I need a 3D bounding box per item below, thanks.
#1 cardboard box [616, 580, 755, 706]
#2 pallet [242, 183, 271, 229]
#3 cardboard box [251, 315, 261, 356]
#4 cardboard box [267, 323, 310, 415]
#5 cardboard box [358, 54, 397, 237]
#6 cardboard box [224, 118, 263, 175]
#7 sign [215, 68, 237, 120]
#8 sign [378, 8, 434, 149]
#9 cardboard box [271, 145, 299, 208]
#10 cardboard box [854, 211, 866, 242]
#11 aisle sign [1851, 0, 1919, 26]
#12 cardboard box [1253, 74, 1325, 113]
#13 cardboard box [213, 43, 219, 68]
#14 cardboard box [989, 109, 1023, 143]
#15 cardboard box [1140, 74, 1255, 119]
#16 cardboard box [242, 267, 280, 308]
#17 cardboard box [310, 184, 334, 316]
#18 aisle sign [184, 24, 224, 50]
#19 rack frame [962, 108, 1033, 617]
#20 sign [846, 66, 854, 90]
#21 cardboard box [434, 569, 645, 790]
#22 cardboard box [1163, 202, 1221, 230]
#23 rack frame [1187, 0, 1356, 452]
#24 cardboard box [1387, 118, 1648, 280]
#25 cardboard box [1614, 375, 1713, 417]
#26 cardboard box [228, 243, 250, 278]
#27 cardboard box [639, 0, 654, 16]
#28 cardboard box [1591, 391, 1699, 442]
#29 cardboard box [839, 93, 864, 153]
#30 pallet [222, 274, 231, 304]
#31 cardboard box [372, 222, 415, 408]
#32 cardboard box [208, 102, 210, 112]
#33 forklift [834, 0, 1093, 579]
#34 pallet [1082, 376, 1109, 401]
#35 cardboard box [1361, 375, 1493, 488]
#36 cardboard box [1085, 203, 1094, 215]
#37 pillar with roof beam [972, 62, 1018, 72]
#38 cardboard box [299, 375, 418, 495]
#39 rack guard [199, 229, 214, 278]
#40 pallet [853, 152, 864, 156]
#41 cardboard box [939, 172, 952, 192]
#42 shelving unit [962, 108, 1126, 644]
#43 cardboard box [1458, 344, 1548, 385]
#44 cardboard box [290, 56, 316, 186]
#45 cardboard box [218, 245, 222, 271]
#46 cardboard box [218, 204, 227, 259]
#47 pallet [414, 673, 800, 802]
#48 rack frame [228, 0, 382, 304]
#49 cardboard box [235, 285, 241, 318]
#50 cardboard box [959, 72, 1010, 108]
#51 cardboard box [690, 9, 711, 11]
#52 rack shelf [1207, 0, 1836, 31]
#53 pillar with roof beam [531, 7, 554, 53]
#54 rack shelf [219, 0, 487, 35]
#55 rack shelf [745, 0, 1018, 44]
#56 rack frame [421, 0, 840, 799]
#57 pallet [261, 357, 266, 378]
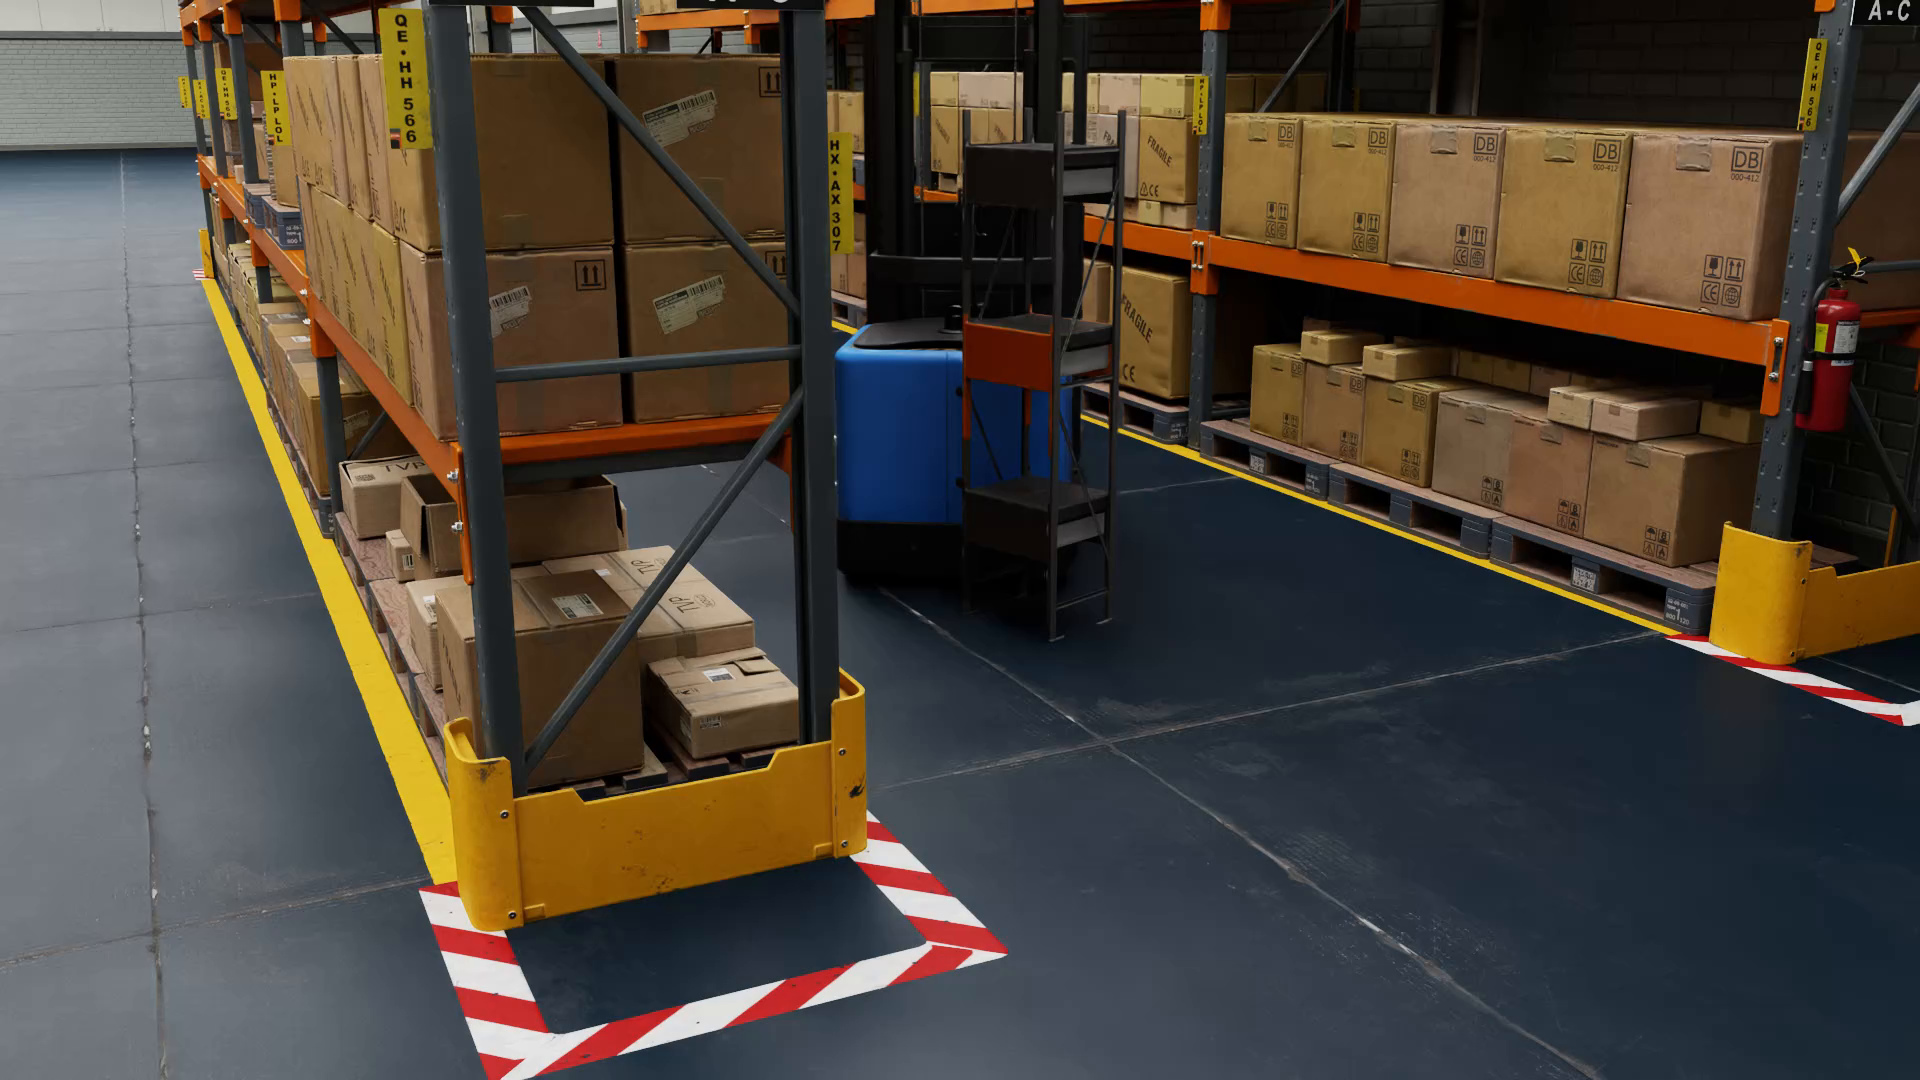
[{"bbox_3d":[-1.028,0.355,5.764,0.500,0.250,0.500,-8,18,-25],"label":"cardboard box"},{"bbox_3d":[-3.970,-2.194,10.807,1.213,0.211,1.003,-8,18,-25],"label":"pallet"},{"bbox_3d":[-5.009,-1.555,12.453,0.500,0.250,0.500,-8,18,-26],"label":"cardboard box"},{"bbox_3d":[-3.938,-1.054,10.221,0.500,0.500,0.500,-8,18,-26],"label":"cardboard box"},{"bbox_3d":[-1.490,-1.193,4.977,0.500,0.500,0.500,-7,17,-23],"label":"cardboard box"},{"bbox_3d":[-6.283,-3.595,15.159,0.700,0.500,0.500,-8,18,-26],"label":"cardboard box"},{"bbox_3d":[-4.828,-2.935,10.940,0.100,0.325,0.005,-8,18,-25],"label":"sign"},{"bbox_3d":[-1.333,-1.109,4.004,0.100,0.325,0.005,-8,18,-25],"label":"sign"},{"bbox_3d":[-3.408,-2.135,9.309,0.700,0.500,0.500,-13,21,-39],"label":"cardboard box"},{"bbox_3d":[-0.665,-2.864,15.167,0.500,0.250,0.500,-8,18,-25],"label":"cardboard box"},{"bbox_3d":[3.387,-2.257,5.966,0.394,0.787,0.004,-8,18,-25],"label":"aisle sign"},{"bbox_3d":[1.906,-2.760,10.315,0.500,0.250,0.500,-7,17,-23],"label":"cardboard box"},{"bbox_3d":[-6.505,-4.344,15.417,0.700,0.500,0.500,-8,18,-25],"label":"cardboard box"},{"bbox_3d":[0.541,-2.841,11.955,0.500,0.500,0.500,-8,18,-25],"label":"cardboard box"},{"bbox_3d":[1.439,-2.700,10.104,0.500,0.250,0.500,-7,18,-24],"label":"cardboard box"},{"bbox_3d":[-5.233,-1.949,12.813,0.500,0.311,0.500,-8,18,-25],"label":"cardboard box"},{"bbox_3d":[-2.373,-1.216,6.870,0.500,0.500,0.500,-7,18,-24],"label":"cardboard box"},{"bbox_3d":[-8.139,-5.658,17.818,0.394,0.787,0.004,-8,18,-25],"label":"aisle sign"},{"bbox_3d":[0.153,-0.720,6.953,0.015,2.100,0.400,15,22,42],"label":"rack frame"},{"bbox_3d":[-1.134,-4.662,16.959,0.100,0.325,0.005,-8,18,-25],"label":"sign"},{"bbox_3d":[-1.285,0.423,5.074,0.500,0.500,0.500,-8,18,-25],"label":"cardboard box"},{"bbox_3d":[1.471,-1.992,10.174,0.380,0.149,0.250,-7,18,-24],"label":"cardboard box"},{"bbox_3d":[1.873,-2.054,9.969,1.000,3.000,0.127,-8,18,-25],"label":"rack frame"},{"bbox_3d":[2.739,-1.701,8.195,0.980,0.700,0.700,-9,18,-28],"label":"cardboard box"},{"bbox_3d":[3.241,-0.654,7.687,0.380,0.149,0.250,-8,18,-25],"label":"cardboard box"},{"bbox_3d":[-6.126,-2.455,14.574,0.500,0.311,0.500,-8,18,-25],"label":"cardboard box"},{"bbox_3d":[-3.462,-6.416,19.513,0.500,0.500,0.500,-7,17,-23],"label":"cardboard box"},{"bbox_3d":[3.009,-0.545,7.307,0.380,0.149,0.250,-8,18,-26],"label":"cardboard box"},{"bbox_3d":[-0.660,-3.727,14.820,0.700,0.500,0.500,-8,18,-25],"label":"cardboard box"},{"bbox_3d":[-6.932,-2.603,16.937,1.003,0.211,1.213,-8,18,-25],"label":"pallet"},{"bbox_3d":[-1.497,-0.717,5.129,0.500,0.500,0.500,-7,18,-24],"label":"cardboard box"},{"bbox_3d":[-7.291,-4.347,16.604,0.380,0.149,0.250,-8,18,-26],"label":"cardboard box"},{"bbox_3d":[0.101,-1.595,8.496,1.130,2.935,3.031,2,16,6],"label":"forklift"},{"bbox_3d":[0.929,-1.198,12.044,1.003,0.211,1.213,-8,18,-25],"label":"pallet"},{"bbox_3d":[2.549,-0.604,8.687,0.700,0.500,0.500,-7,18,-24],"label":"cardboard box"},{"bbox_3d":[1.050,-2.249,11.068,0.380,0.149,0.250,-8,18,-25],"label":"cardboard box"},{"bbox_3d":[-3.541,-5.836,12.273,9.100,9.000,0.400,-8,18,-25],"label":"pillar with roof beam"},{"bbox_3d":[-3.052,-0.552,8.470,0.500,0.500,0.500,-8,18,-25],"label":"cardboard box"},{"bbox_3d":[-7.846,-3.234,18.614,1.175,0.500,0.348,-8,18,-25],"label":"rack guard"},{"bbox_3d":[-0.783,-3.439,15.145,1.003,0.211,1.213,-8,18,-25],"label":"pallet"},{"bbox_3d":[0.057,-2.825,13.075,0.380,0.149,0.250,-8,18,-26],"label":"cardboard box"},{"bbox_3d":[0.328,-0.673,6.789,0.503,2.100,0.431,15,22,42],"label":"shelving unit"},{"bbox_3d":[2.796,-0.906,8.563,0.380,0.149,0.250,-8,18,-26],"label":"cardboard box"},{"bbox_3d":[-2.398,-1.704,6.757,0.500,0.500,0.500,-8,18,-27],"label":"cardboard box"},{"bbox_3d":[-7.359,-2.902,17.150,0.500,0.250,0.500,-8,18,-25],"label":"cardboard box"},{"bbox_3d":[-6.913,-3.016,16.186,0.500,0.500,0.500,-8,18,-25],"label":"cardboard box"},{"bbox_3d":[-1.209,0.662,5.563,1.003,0.211,1.213,-8,18,-25],"label":"pallet"},{"bbox_3d":[-4.330,-2.446,11.336,1.000,3.000,0.127,-8,18,-25],"label":"rack frame"},{"bbox_3d":[-5.906,-2.061,14.219,0.500,0.250,0.500,-7,18,-24],"label":"cardboard box"},{"bbox_3d":[0.324,-3.330,12.299,0.500,0.250,0.500,-8,18,-26],"label":"cardboard box"},{"bbox_3d":[-2.562,-5.892,17.689,0.500,0.500,0.500,-8,18,-27],"label":"cardboard box"},{"bbox_3d":[2.749,-2.654,7.927,1.077,0.370,4.000,-8,18,-25],"label":"rack shelf"},{"bbox_3d":[-11.427,-10.299,27.826,9.100,9.000,0.400,-8,18,-25],"label":"pillar with roof beam"},{"bbox_3d":[-3.454,-3.046,9.294,1.077,0.370,4.000,-8,18,-25],"label":"rack shelf"},{"bbox_3d":[-0.755,-4.637,14.839,1.077,0.370,4.000,-8,18,-25],"label":"rack shelf"},{"bbox_3d":[-0.826,-0.462,4.424,1.000,3.000,0.127,-8,18,-25],"label":"rack frame"},{"bbox_3d":[-4.656,-1.314,12.449,1.003,0.211,1.213,-8,18,-25],"label":"pallet"}]
